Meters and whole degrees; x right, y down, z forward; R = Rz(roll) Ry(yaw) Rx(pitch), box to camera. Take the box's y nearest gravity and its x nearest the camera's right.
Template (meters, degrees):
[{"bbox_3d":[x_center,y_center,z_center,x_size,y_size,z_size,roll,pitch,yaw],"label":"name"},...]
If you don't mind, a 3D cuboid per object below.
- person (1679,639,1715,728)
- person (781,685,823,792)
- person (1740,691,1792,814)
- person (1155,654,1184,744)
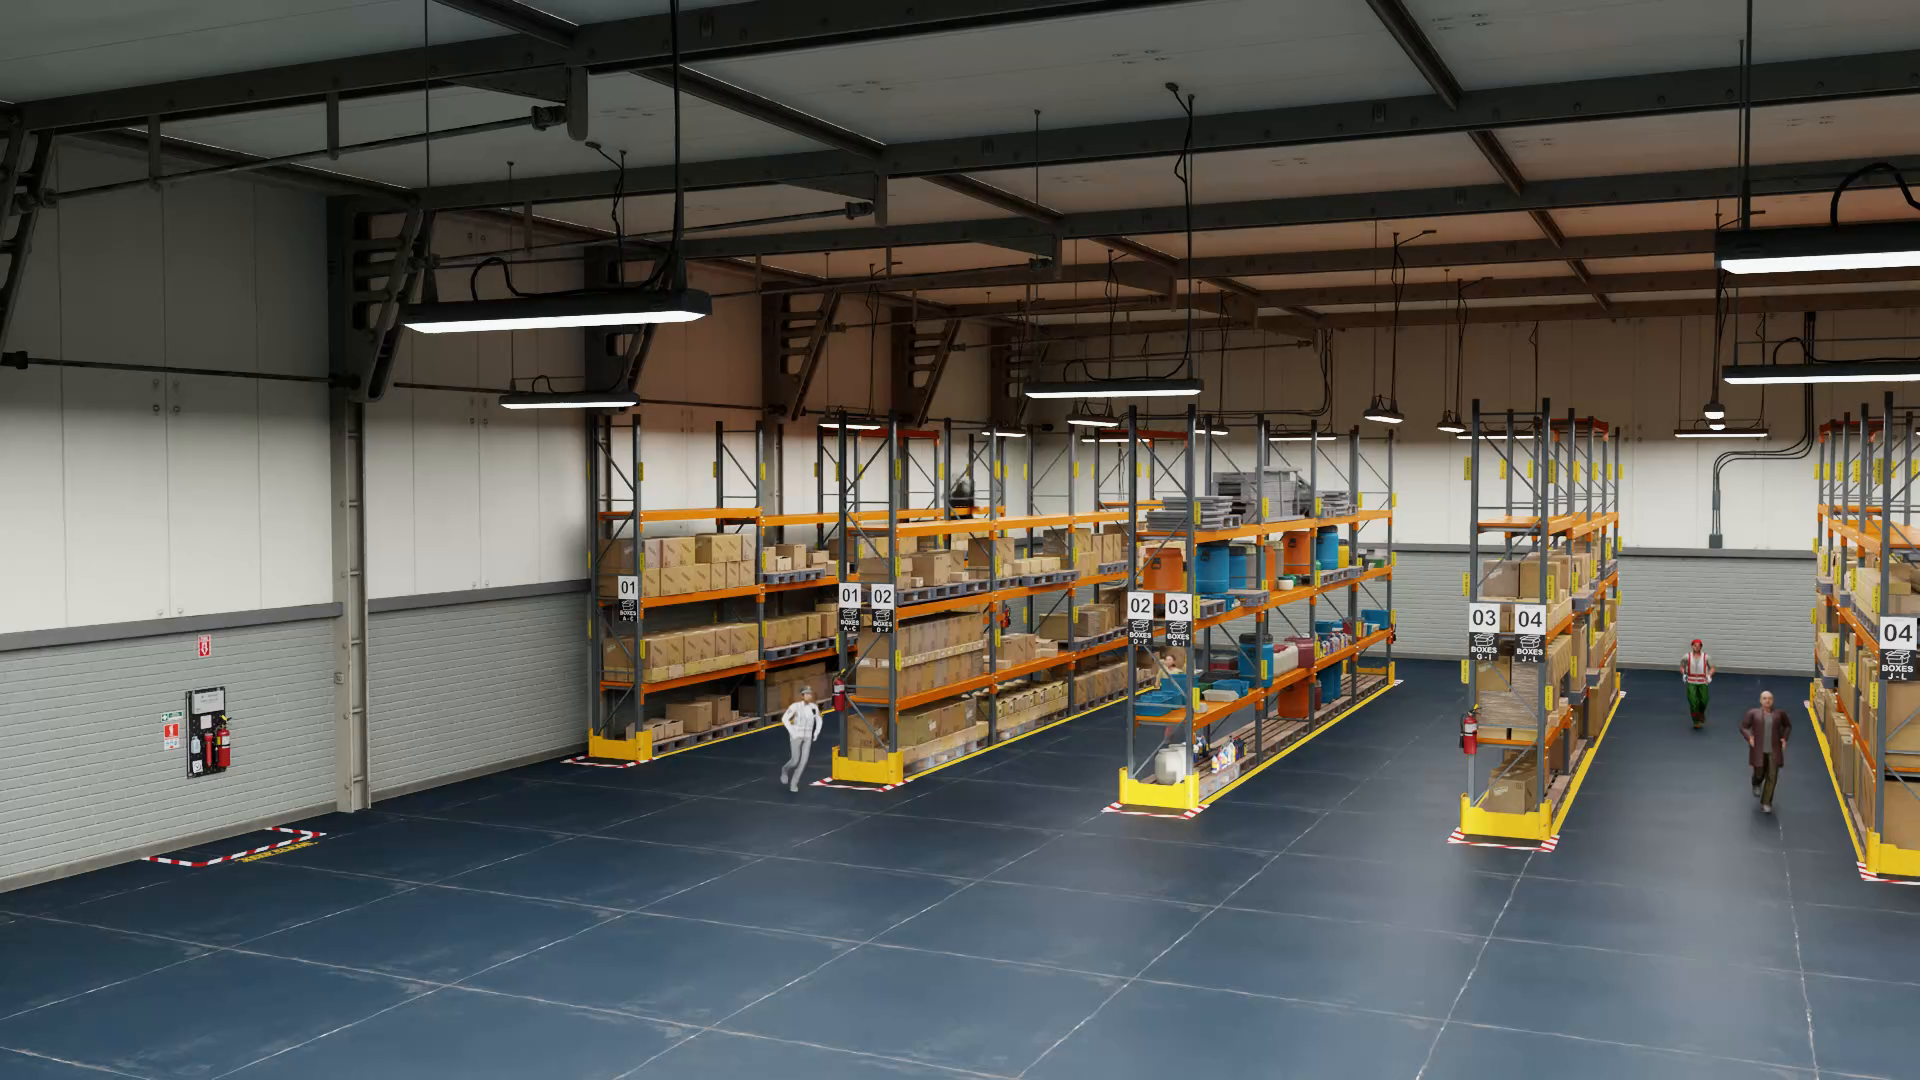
[{"bbox_3d":[14.370,2.795,32.425,0.636,1.741,0.586,1,3,24],"label":"person"},{"bbox_3d":[-2.508,3.107,26.229,0.601,1.656,0.537,-1,3,-26],"label":"person"},{"bbox_3d":[11.944,3.117,24.633,0.709,1.752,0.869,1,2,19],"label":"person"},{"bbox_3d":[3.884,2.918,30.709,0.589,1.634,0.806,1,3,24],"label":"person"}]
